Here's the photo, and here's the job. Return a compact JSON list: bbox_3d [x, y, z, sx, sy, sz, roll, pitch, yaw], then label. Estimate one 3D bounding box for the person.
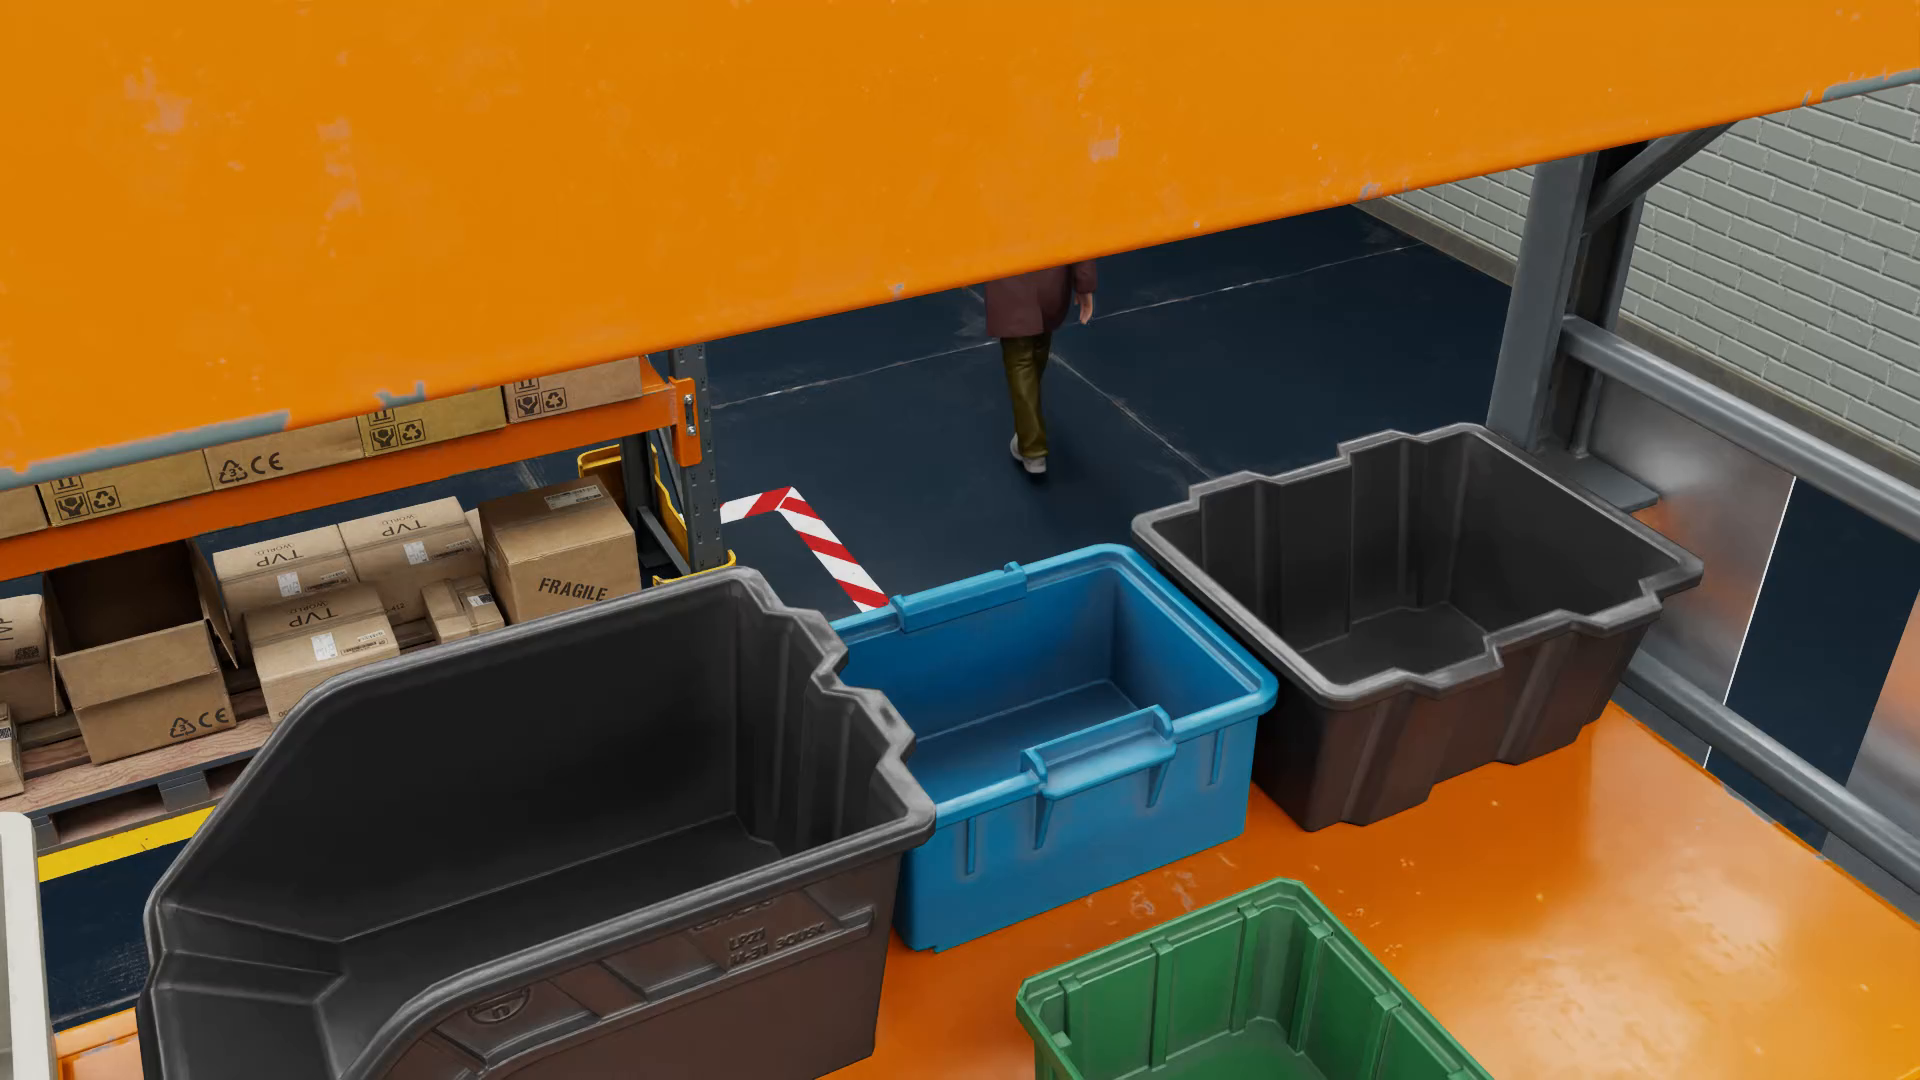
[{"bbox_3d":[0.298,-1.297,8.145,0.619,1.739,1.009,-9,34,-14],"label":"person"}]
